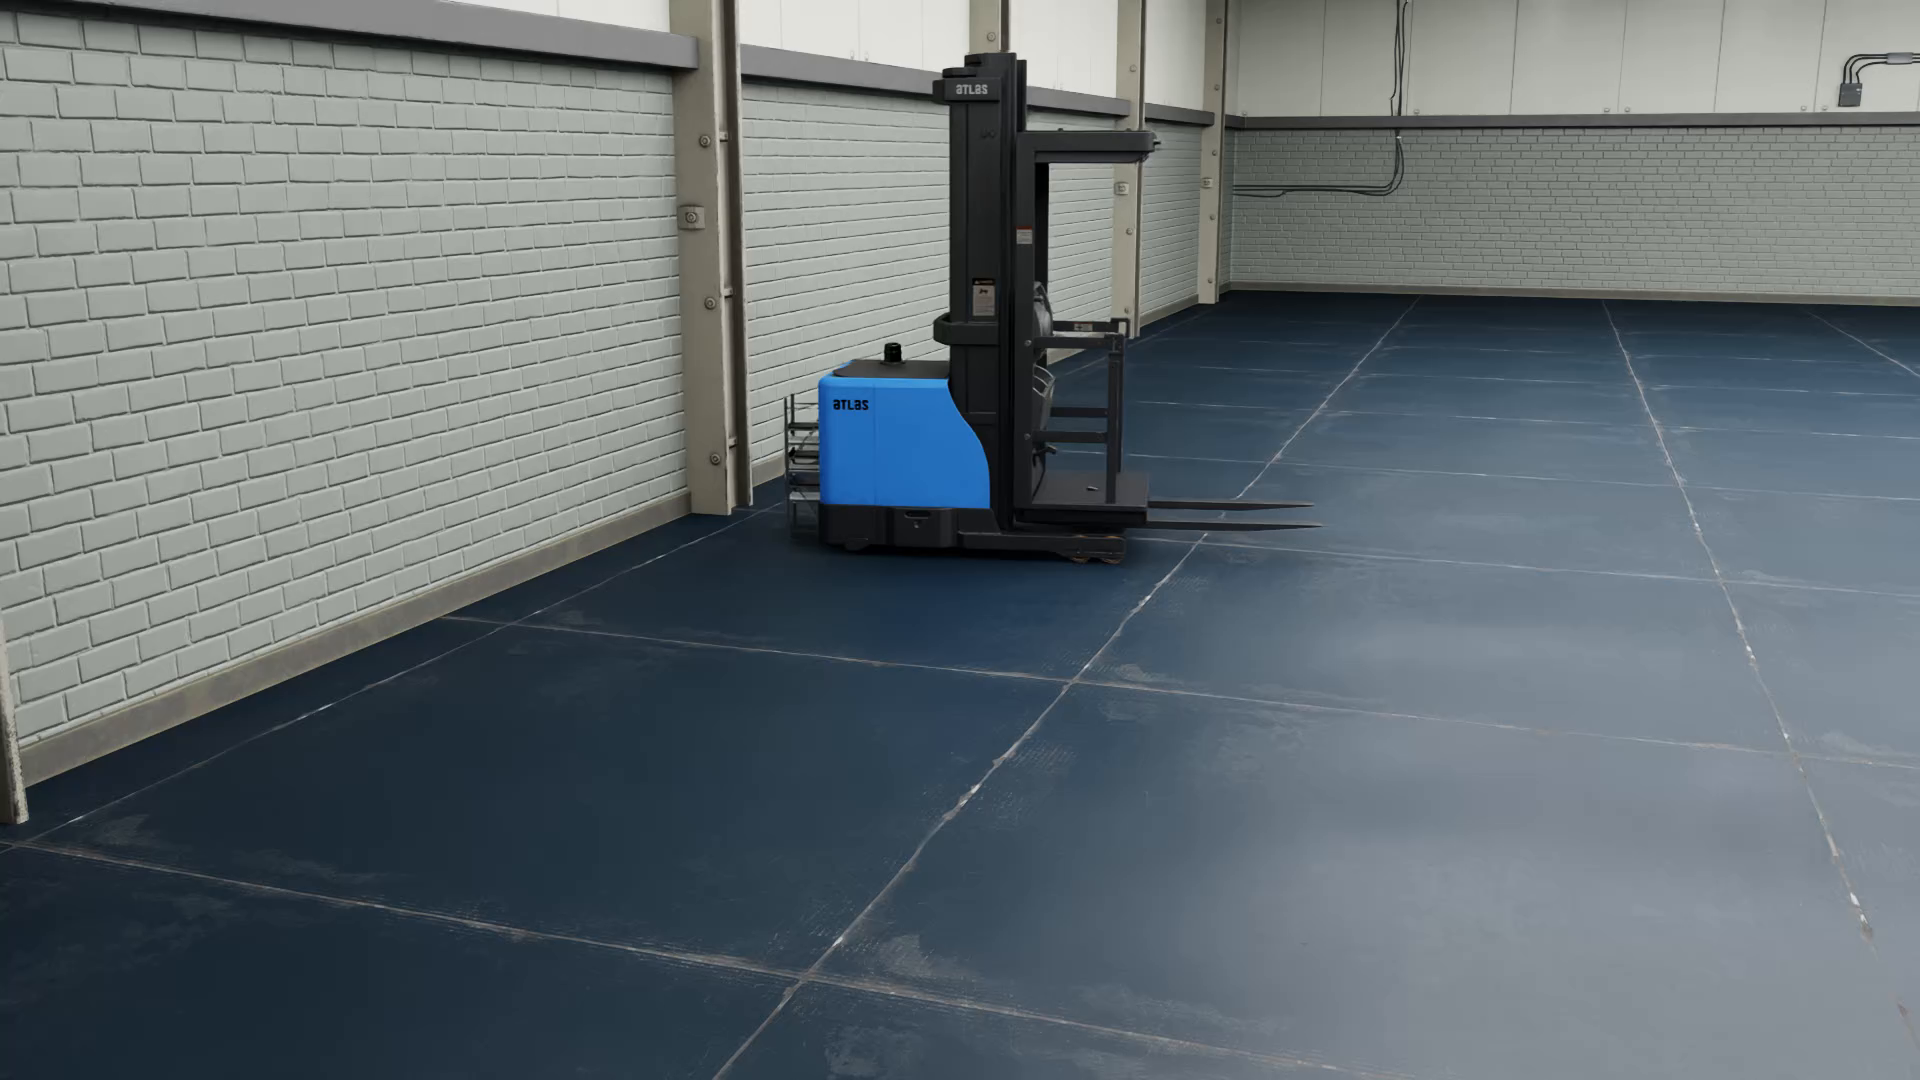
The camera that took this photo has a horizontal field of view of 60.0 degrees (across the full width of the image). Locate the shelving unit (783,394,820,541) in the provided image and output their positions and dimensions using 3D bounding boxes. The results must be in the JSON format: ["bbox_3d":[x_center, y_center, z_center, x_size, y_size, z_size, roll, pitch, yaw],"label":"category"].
[{"bbox_3d":[-0.960,-0.460,10.480,0.258,0.900,0.210,1,13,6],"label":"shelving unit"}]

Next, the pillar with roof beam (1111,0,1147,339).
[{"bbox_3d":[6.308,-6.823,20.158,9.100,9.000,0.400,4,14,18],"label":"pillar with roof beam"}]

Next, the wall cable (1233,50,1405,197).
[{"bbox_3d":[6.380,-7.407,29.697,3.097,2.526,0.112,4,14,18],"label":"wall cable"}]

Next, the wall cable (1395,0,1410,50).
[{"bbox_3d":[8.940,-9.675,28.281,3.097,2.526,0.112,4,14,18],"label":"wall cable"}]

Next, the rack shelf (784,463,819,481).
[{"bbox_3d":[-0.960,-0.427,10.487,0.258,0.077,0.200,1,13,6],"label":"rack shelf"}]

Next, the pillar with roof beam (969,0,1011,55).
[{"bbox_3d":[4.366,-5.559,14.623,9.100,9.000,0.400,4,14,18],"label":"pillar with roof beam"}]

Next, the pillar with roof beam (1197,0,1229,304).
[{"bbox_3d":[8.249,-8.086,25.693,9.100,9.000,0.400,4,14,18],"label":"pillar with roof beam"}]

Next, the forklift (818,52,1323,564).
[{"bbox_3d":[0.691,-1.413,10.093,3.031,2.935,1.130,2,13,7],"label":"forklift"}]

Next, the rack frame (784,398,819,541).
[{"bbox_3d":[-0.971,-0.437,10.381,0.240,0.900,0.006,1,13,6],"label":"rack frame"}]

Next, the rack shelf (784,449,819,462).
[{"bbox_3d":[-0.960,-0.515,10.467,0.258,0.077,0.200,1,13,6],"label":"rack shelf"}]

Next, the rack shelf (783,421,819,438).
[{"bbox_3d":[-0.960,-0.690,10.427,0.258,0.077,0.200,1,13,6],"label":"rack shelf"}]

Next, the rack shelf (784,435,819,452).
[{"bbox_3d":[-0.960,-0.603,10.447,0.258,0.077,0.200,1,13,6],"label":"rack shelf"}]

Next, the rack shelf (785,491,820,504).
[{"bbox_3d":[-0.960,-0.252,10.527,0.258,0.077,0.200,1,13,6],"label":"rack shelf"}]

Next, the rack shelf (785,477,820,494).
[{"bbox_3d":[-0.960,-0.340,10.507,0.258,0.077,0.200,1,13,6],"label":"rack shelf"}]

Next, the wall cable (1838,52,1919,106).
[{"bbox_3d":[15.358,-9.892,25.963,2.305,6.003,0.169,4,14,18],"label":"wall cable"}]

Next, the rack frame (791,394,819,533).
[{"bbox_3d":[-0.950,-0.482,10.578,0.240,0.900,0.006,1,13,6],"label":"rack frame"}]

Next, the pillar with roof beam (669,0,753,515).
[{"bbox_3d":[2.425,-4.296,9.088,9.100,9.000,0.400,4,14,18],"label":"pillar with roof beam"}]
